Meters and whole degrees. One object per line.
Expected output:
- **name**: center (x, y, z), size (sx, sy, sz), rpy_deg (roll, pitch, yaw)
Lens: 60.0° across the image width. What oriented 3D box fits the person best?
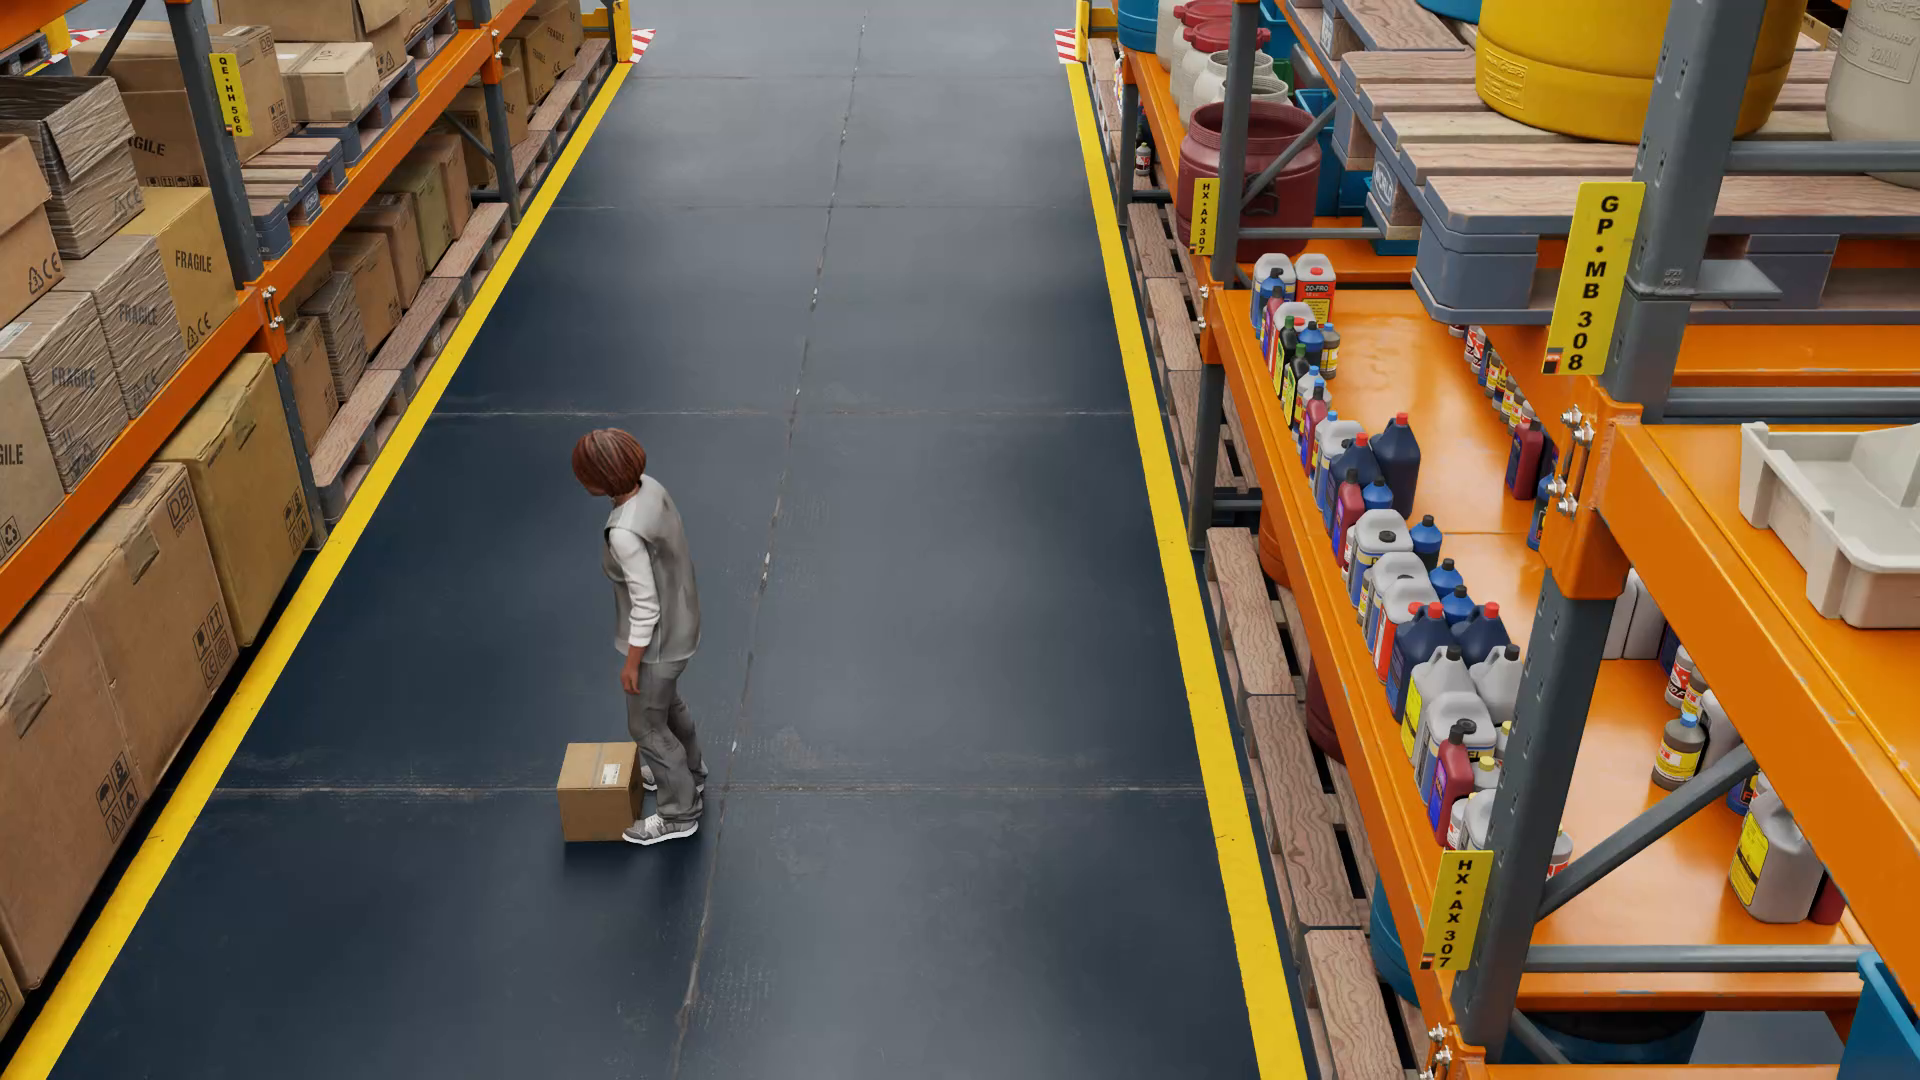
- **person**: center (-1.045, 0.346, 5.634), size (0.345, 1.547, 0.464), rpy_deg (0, 32, 0)
